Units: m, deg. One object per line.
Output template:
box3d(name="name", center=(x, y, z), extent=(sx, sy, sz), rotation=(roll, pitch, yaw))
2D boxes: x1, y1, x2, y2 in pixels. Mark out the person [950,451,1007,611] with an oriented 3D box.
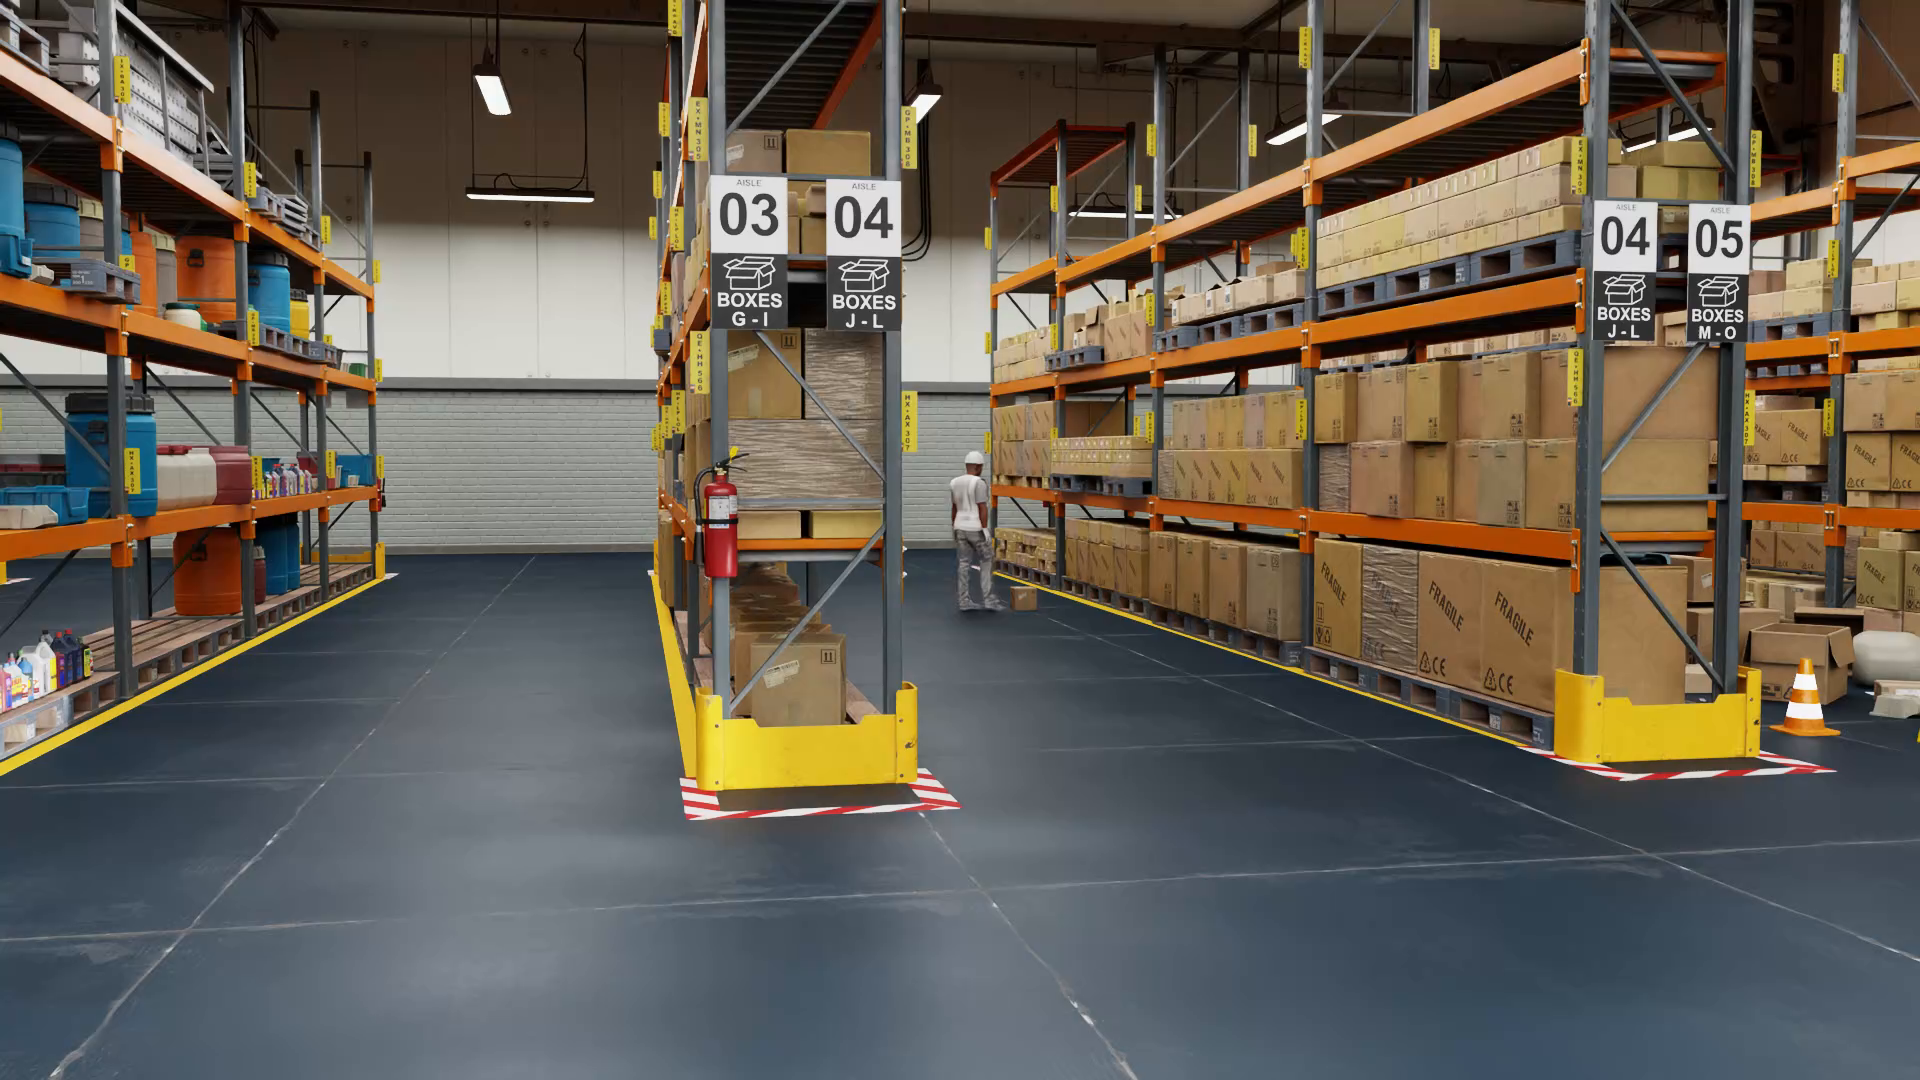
box3d(name="person", center=(0.207, -0.094, 18.719), extent=(0.586, 1.808, 0.566), rotation=(3, 4, 43))
